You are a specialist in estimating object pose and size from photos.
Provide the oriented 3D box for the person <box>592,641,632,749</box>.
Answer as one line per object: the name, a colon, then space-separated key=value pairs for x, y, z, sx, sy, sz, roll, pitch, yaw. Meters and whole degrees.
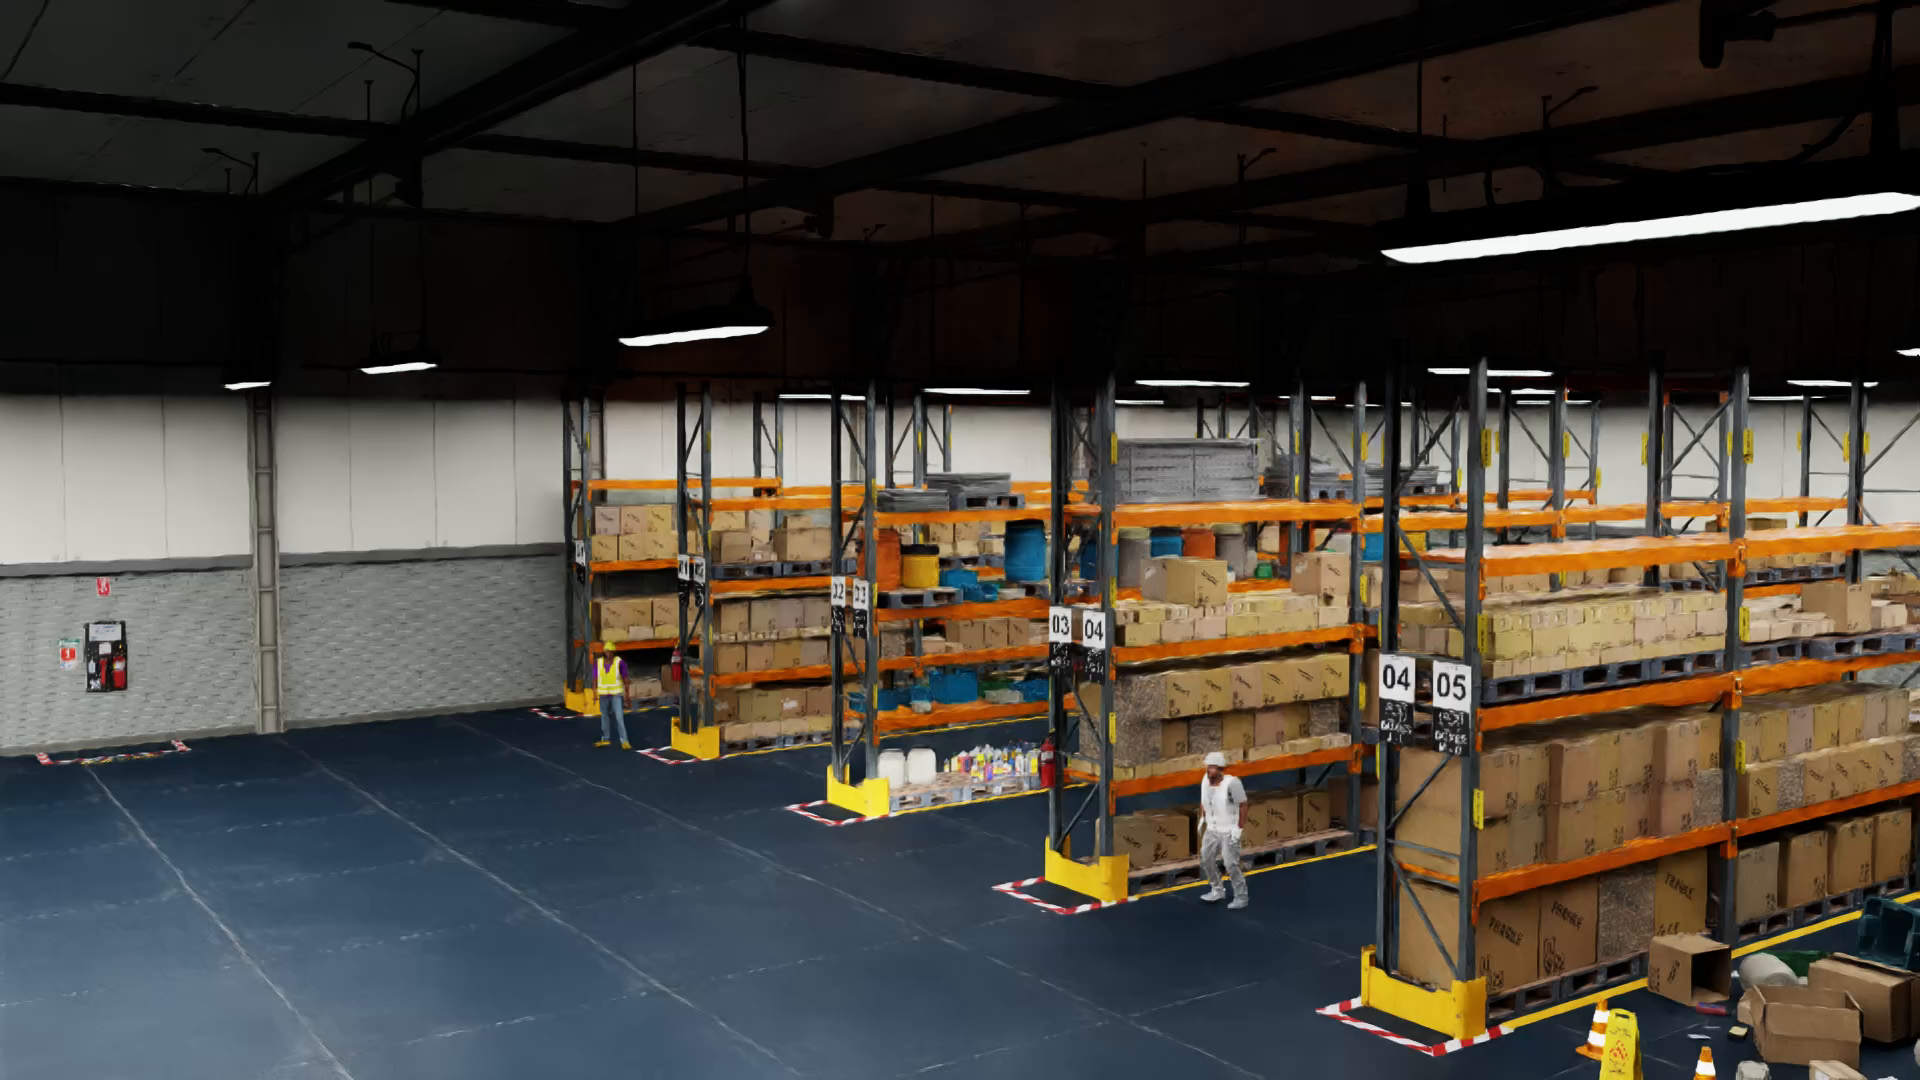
person: x=-5.693 y=2.525 z=27.232 sx=0.744 sy=1.755 sz=0.567 roll=0 pitch=4 yaw=3

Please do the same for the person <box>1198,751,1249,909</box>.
person: x=2.840 y=3.144 z=18.078 sx=0.549 sy=1.735 sz=0.702 roll=-3 pitch=5 yaw=-37
